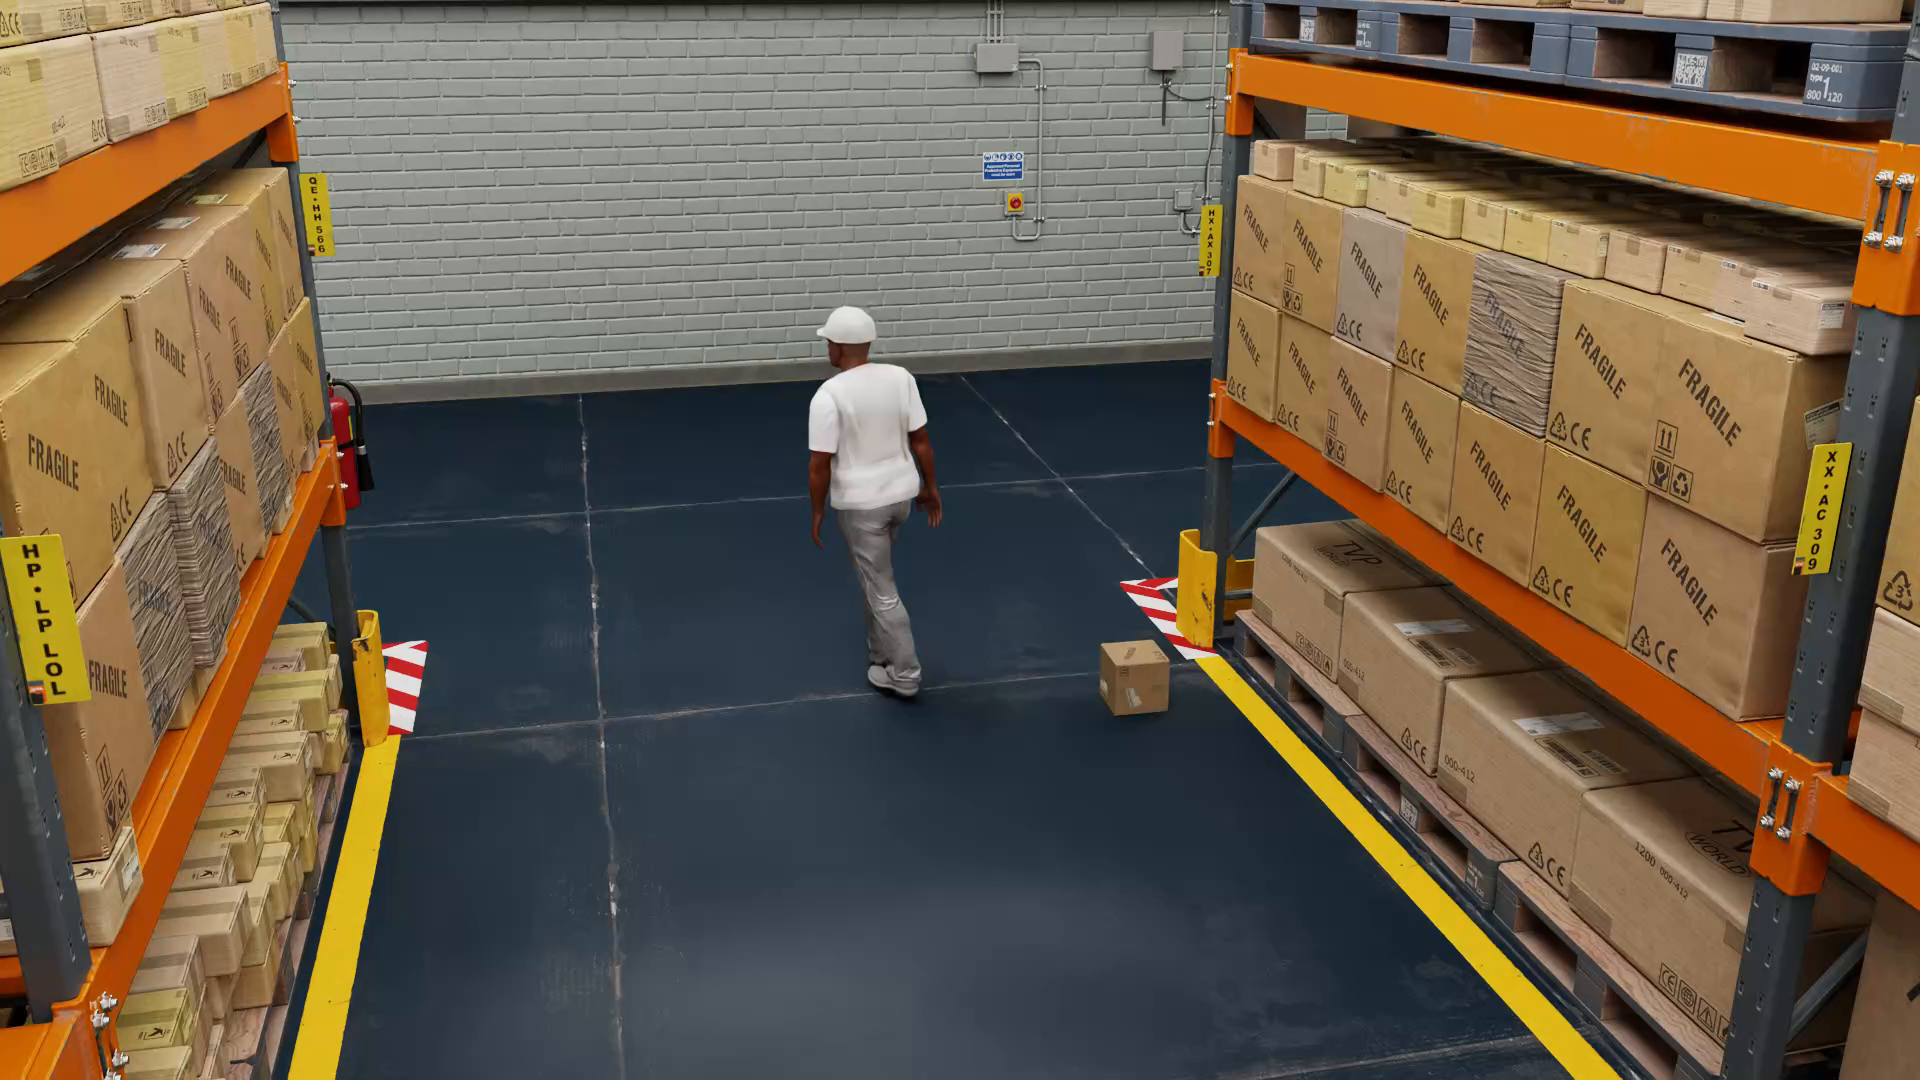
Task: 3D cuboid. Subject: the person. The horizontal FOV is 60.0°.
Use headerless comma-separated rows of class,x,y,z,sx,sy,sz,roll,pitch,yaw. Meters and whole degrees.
person,-0.386,-0.149,7.472,0.606,1.784,0.570,-18,26,-41
